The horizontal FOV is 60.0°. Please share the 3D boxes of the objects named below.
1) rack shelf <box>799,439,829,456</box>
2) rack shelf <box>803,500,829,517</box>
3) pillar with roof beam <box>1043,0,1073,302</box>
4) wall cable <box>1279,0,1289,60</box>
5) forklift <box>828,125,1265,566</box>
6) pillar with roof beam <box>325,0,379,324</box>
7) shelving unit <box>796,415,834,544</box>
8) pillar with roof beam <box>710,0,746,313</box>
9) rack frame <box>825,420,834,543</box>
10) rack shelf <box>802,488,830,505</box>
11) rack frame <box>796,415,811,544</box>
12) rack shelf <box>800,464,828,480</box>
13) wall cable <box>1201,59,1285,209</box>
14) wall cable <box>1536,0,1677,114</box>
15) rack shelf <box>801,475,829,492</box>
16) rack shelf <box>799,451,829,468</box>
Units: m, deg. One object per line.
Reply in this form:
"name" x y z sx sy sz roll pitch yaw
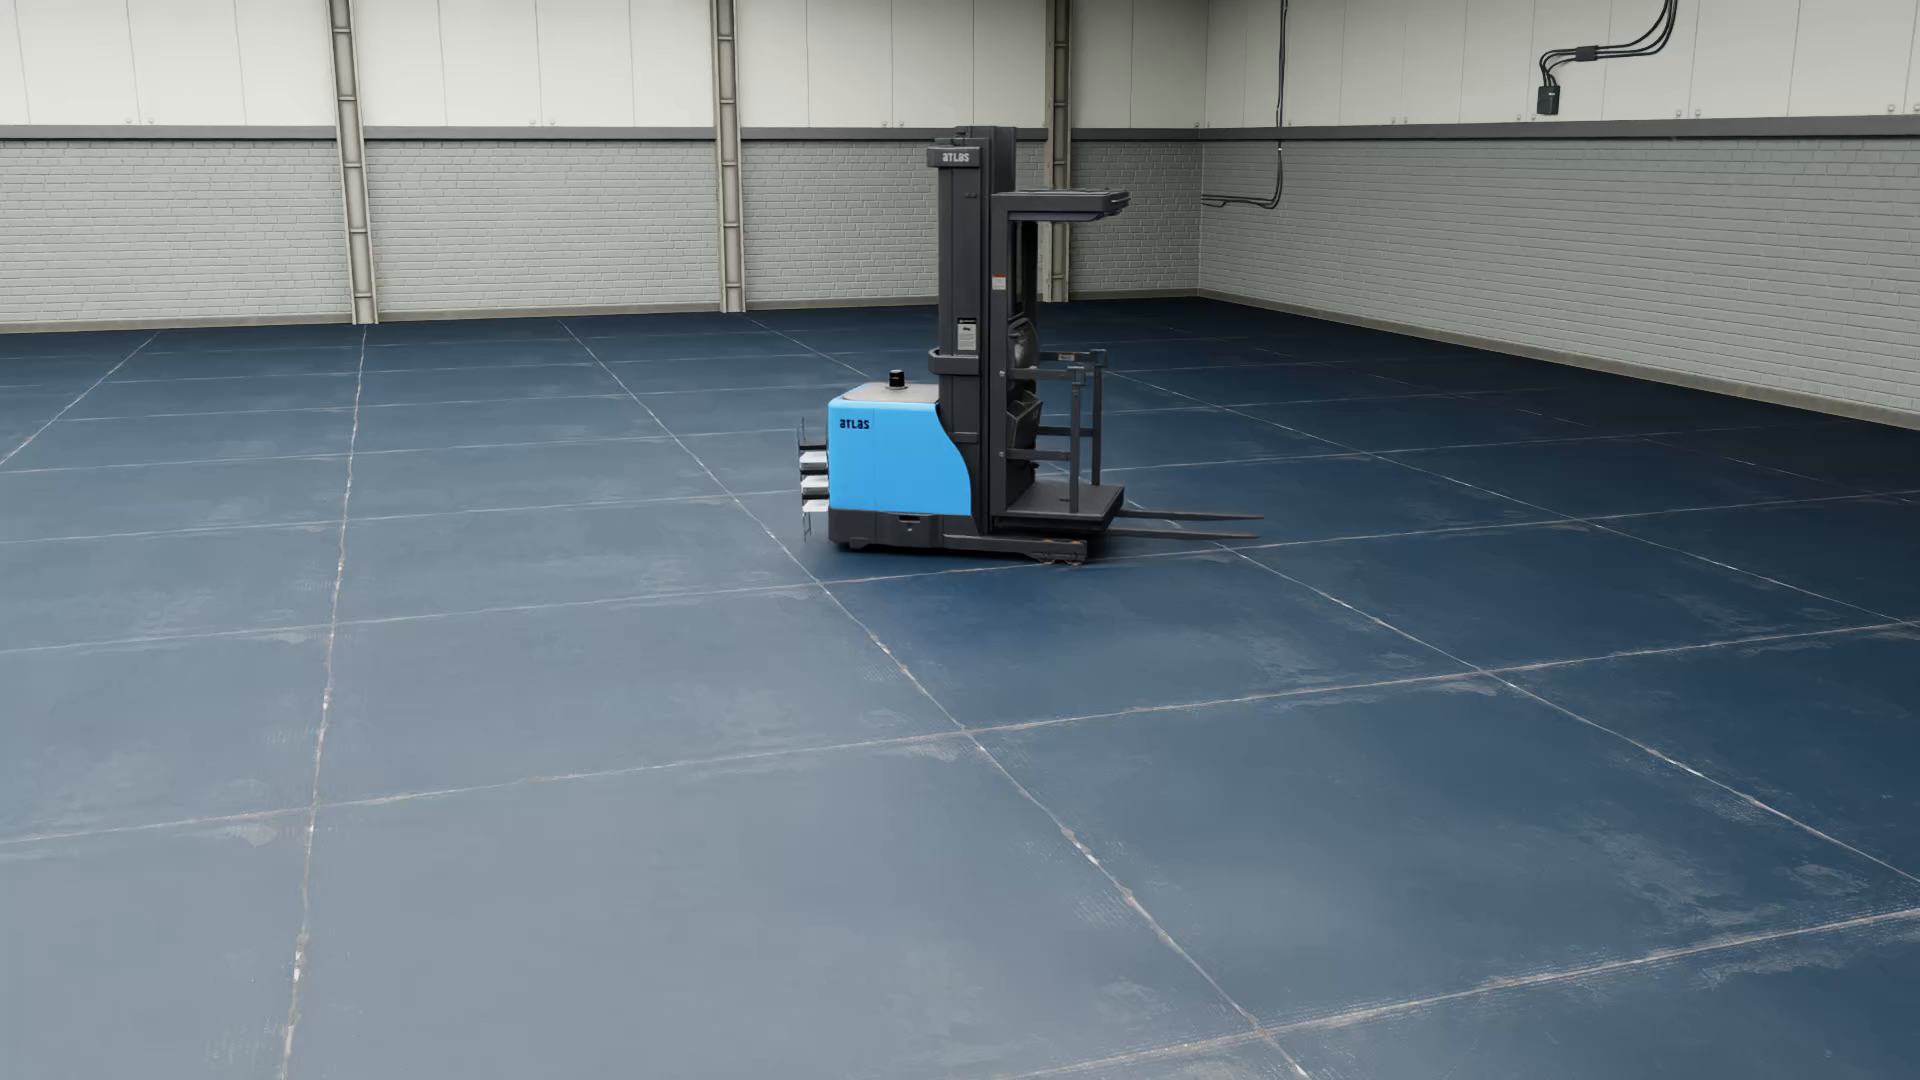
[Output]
"rack shelf" -1.039 -0.670 11.976 0.200 0.077 0.258 -1 13 6
"rack shelf" -1.020 -0.233 12.079 0.200 0.077 0.258 -1 13 6
"pillar with roof beam" 3.131 -7.831 25.619 0.400 9.000 9.100 -4 14 -18
"wall cable" 5.834 -9.056 26.563 0.112 2.526 3.097 -4 14 -18
"forklift" 0.634 -1.385 11.634 3.031 2.935 1.130 3 14 13
"pillar with roof beam" -8.243 -6.945 21.895 0.400 9.000 9.100 -4 14 -18
"shelving unit" -1.029 -0.440 12.030 0.210 0.900 0.258 -1 13 6
"pillar with roof beam" -2.556 -7.388 23.757 0.400 9.000 9.100 -4 14 -18
"rack frame" -0.928 -0.442 12.020 0.006 0.900 0.240 -1 13 6
"rack shelf" -1.023 -0.320 12.058 0.200 0.077 0.258 -1 13 6
"rack frame" -1.130 -0.438 12.040 0.006 0.900 0.240 -1 13 6
"rack shelf" -1.031 -0.495 12.017 0.200 0.077 0.258 -1 13 6
"wall cable" 4.971 -7.192 29.642 0.112 2.526 3.097 -4 14 -18
"wall cable" 7.984 -8.274 20.131 0.169 6.003 2.305 -4 14 -18
"rack shelf" -1.027 -0.408 12.038 0.200 0.077 0.258 -1 13 6
"rack shelf" -1.035 -0.583 11.997 0.200 0.077 0.258 -1 13 6
